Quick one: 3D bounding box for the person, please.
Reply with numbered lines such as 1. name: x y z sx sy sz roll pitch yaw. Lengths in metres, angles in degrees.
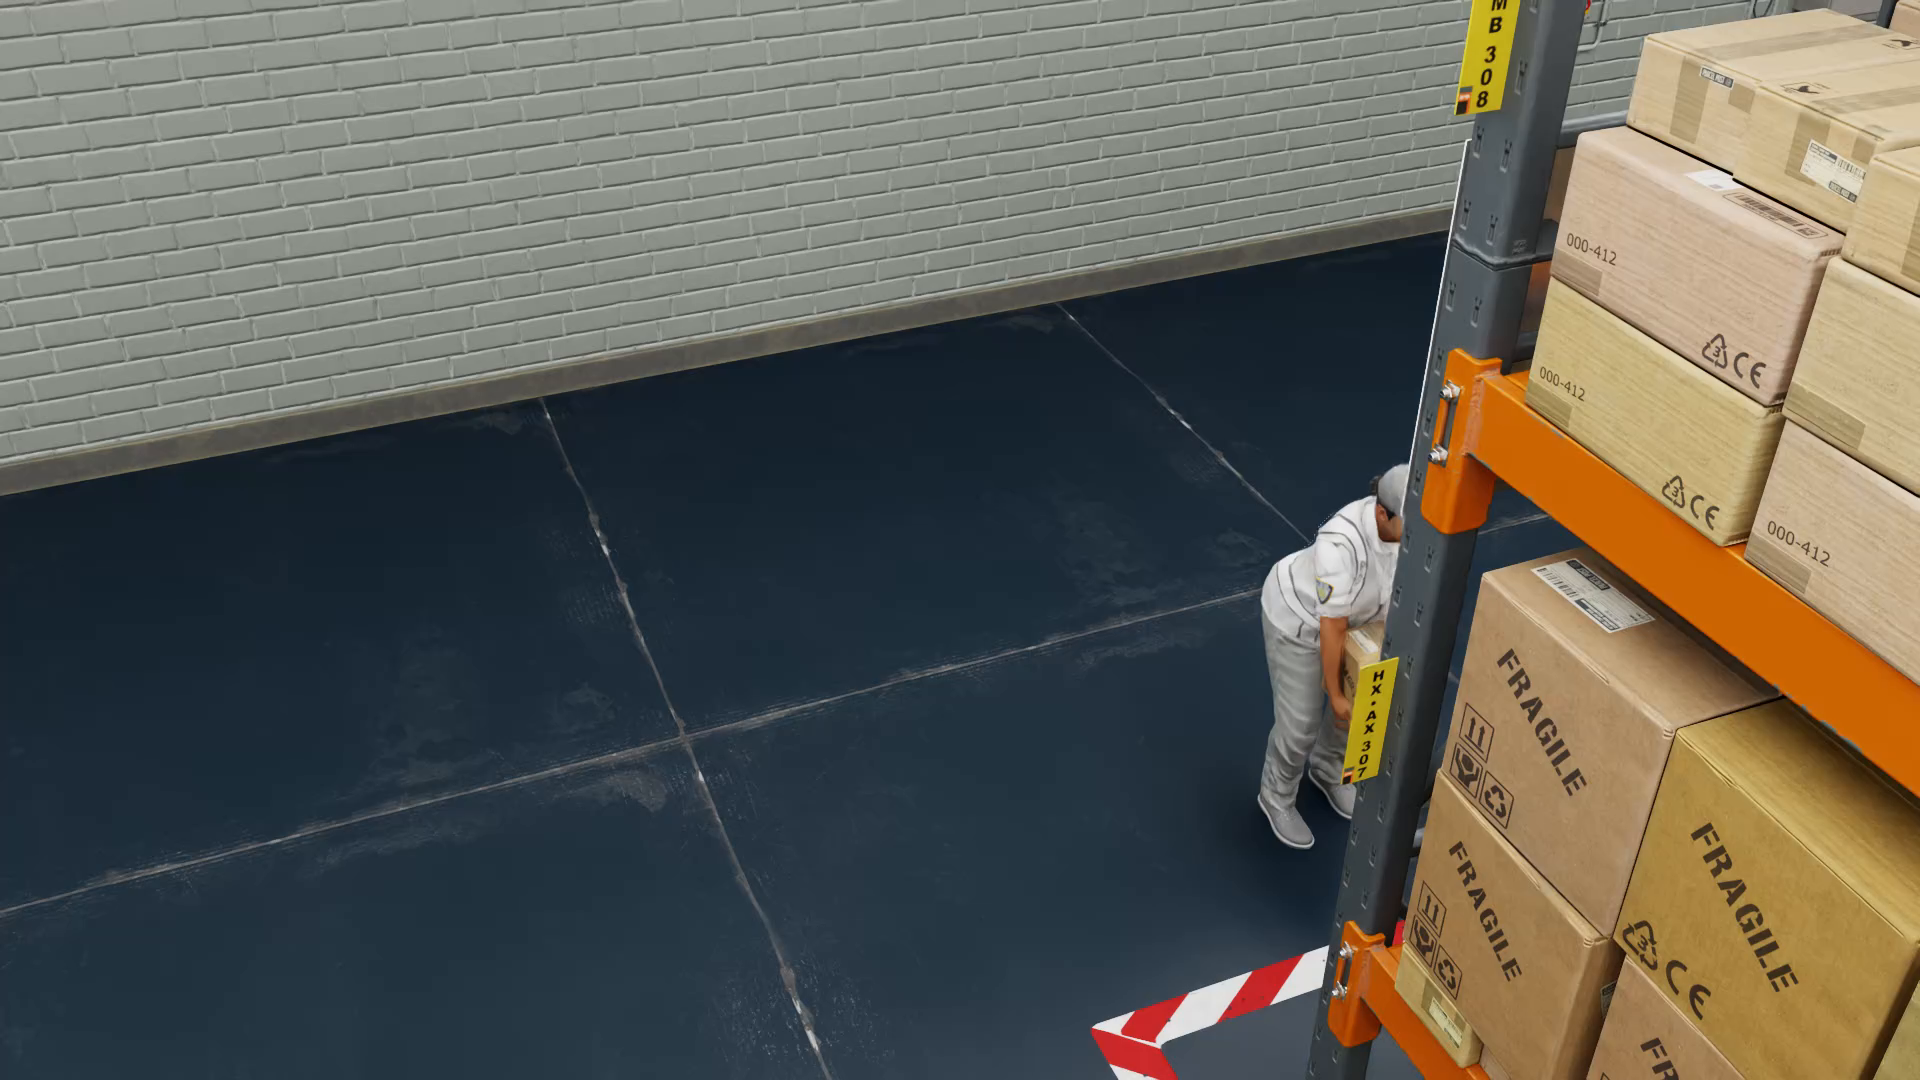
1. person: 1.324 0.373 5.652 0.452 1.594 0.633 -14 36 -20
